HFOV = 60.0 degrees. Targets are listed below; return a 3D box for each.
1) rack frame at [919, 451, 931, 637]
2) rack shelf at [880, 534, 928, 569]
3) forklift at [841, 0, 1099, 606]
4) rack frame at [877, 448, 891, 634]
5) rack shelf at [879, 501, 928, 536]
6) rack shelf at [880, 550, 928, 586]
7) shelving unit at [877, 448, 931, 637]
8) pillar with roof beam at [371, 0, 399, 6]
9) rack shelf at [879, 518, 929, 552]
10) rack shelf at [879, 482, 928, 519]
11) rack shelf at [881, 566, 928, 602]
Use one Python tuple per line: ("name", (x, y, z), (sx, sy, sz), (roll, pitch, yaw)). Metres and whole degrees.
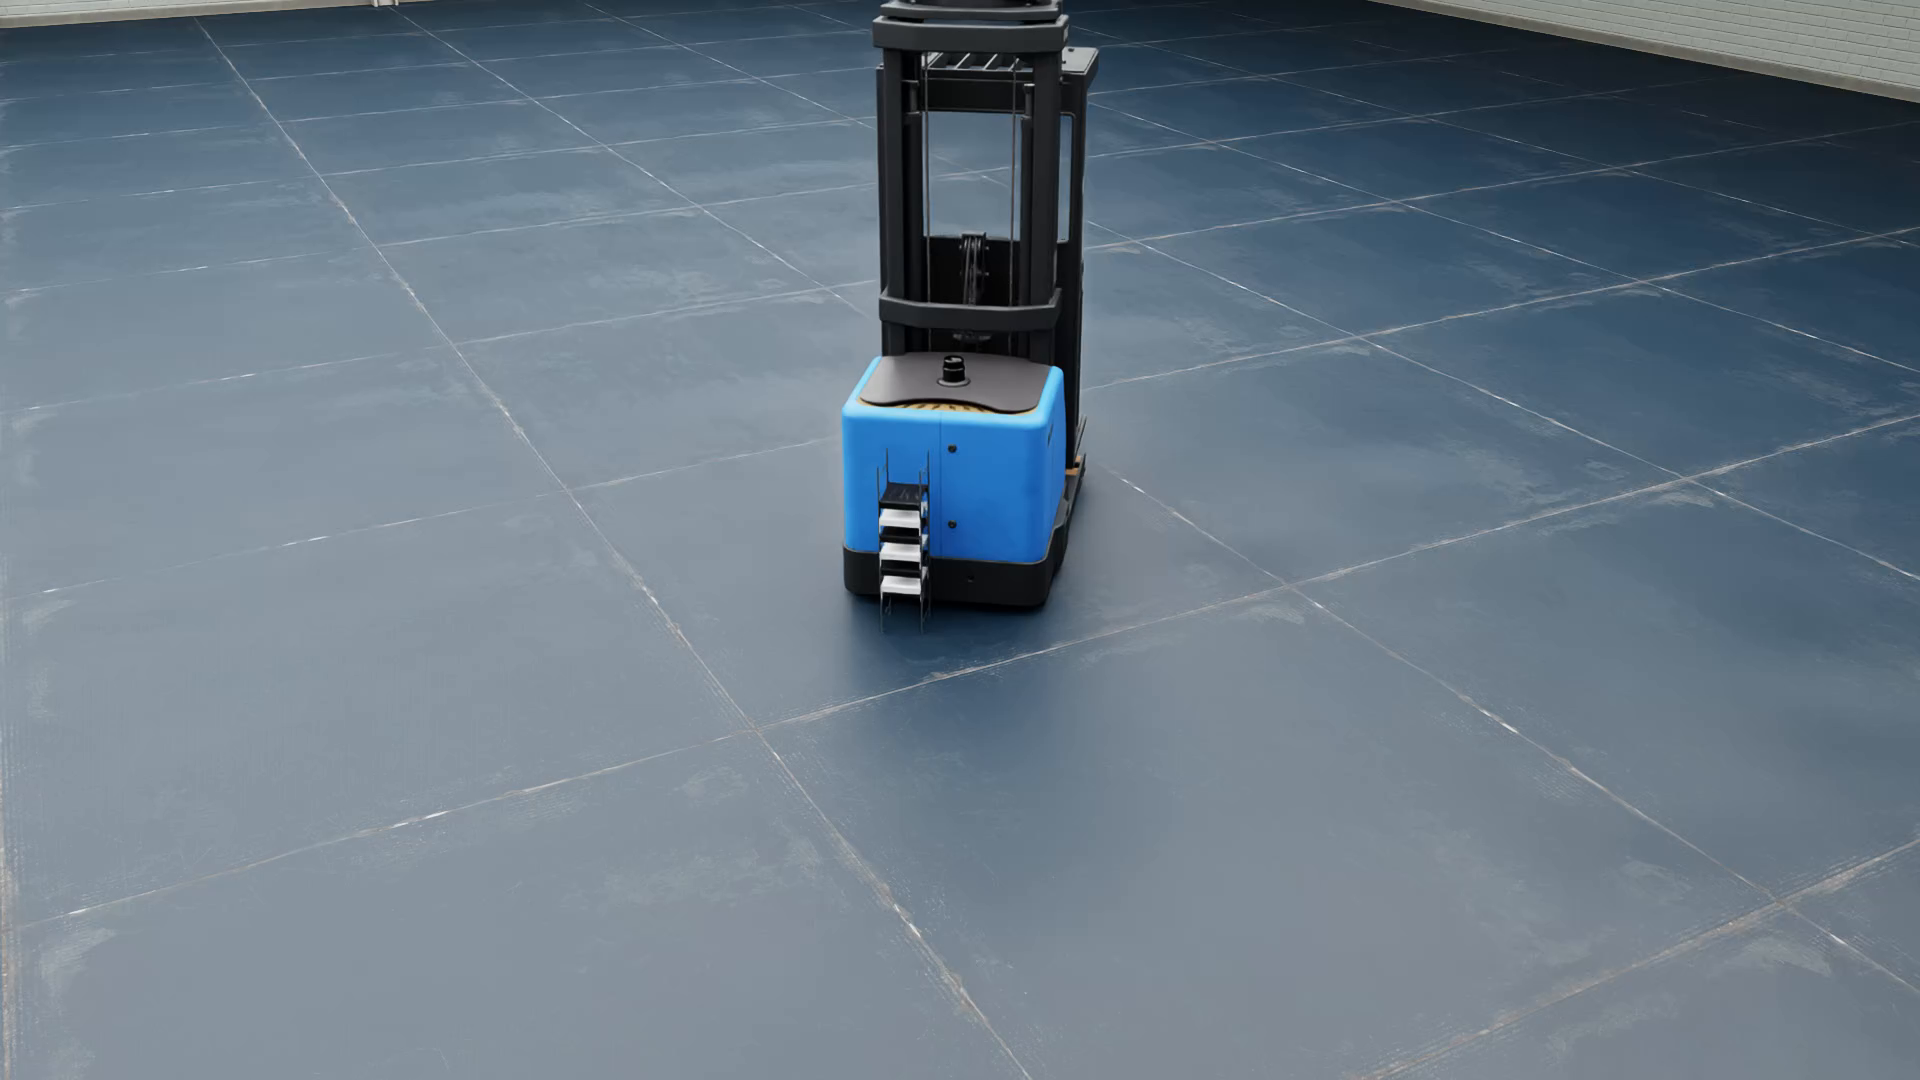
("rack frame", (-0.171, 0.024, 8.160), (0.006, 0.900, 0.240), (4, 26, 8))
("rack shelf", (-0.272, 0.047, 8.189), (0.200, 0.077, 0.258), (4, 26, 8))
("forklift", (0.151, -1.598, 9.192), (1.130, 2.935, 3.031), (4, 26, 8))
("rack frame", (-0.372, 0.010, 8.188), (0.006, 0.900, 0.240), (4, 26, 8))
("rack shelf", (-0.272, -0.115, 8.110), (0.200, 0.077, 0.258), (4, 26, 8))
("rack shelf", (-0.272, 0.128, 8.228), (0.200, 0.077, 0.258), (4, 26, 8))
("shelving unit", (-0.272, 0.017, 8.174), (0.210, 0.900, 0.258), (4, 26, 8))
("pillar with roof beam", (-7.691, -11.459, 22.720), (0.400, 9.000, 9.100), (-13, 29, -25))
("rack shelf", (-0.272, -0.034, 8.149), (0.200, 0.077, 0.258), (4, 26, 8))
("rack shelf", (-0.272, -0.196, 8.071), (0.200, 0.077, 0.258), (4, 26, 8))
("rack shelf", (-0.272, 0.209, 8.267), (0.200, 0.077, 0.258), (4, 26, 8))
